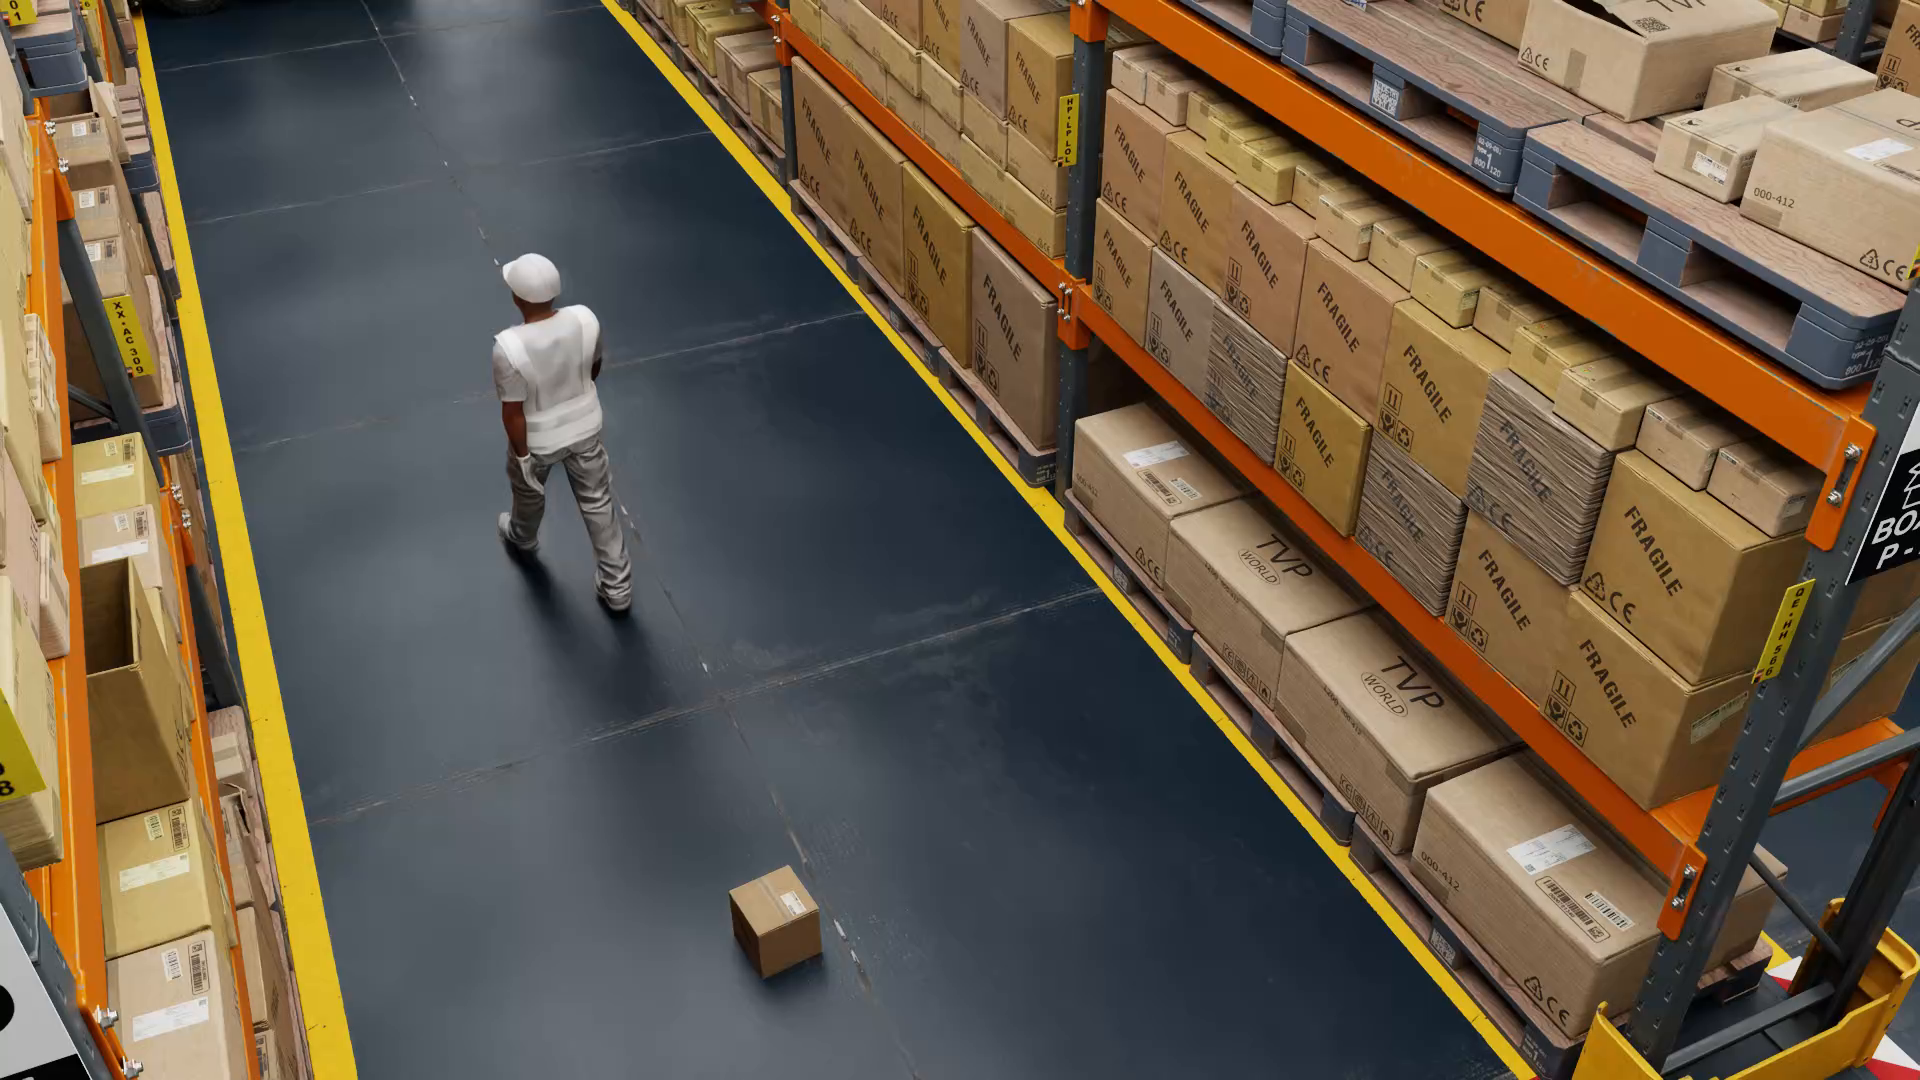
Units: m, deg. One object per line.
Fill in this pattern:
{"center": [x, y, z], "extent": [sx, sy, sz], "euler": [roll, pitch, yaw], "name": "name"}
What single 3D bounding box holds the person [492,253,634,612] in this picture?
{"center": [-1.888, -0.583, 7.585], "extent": [0.549, 1.726, 0.996], "euler": [-23, 42, -27], "name": "person"}
